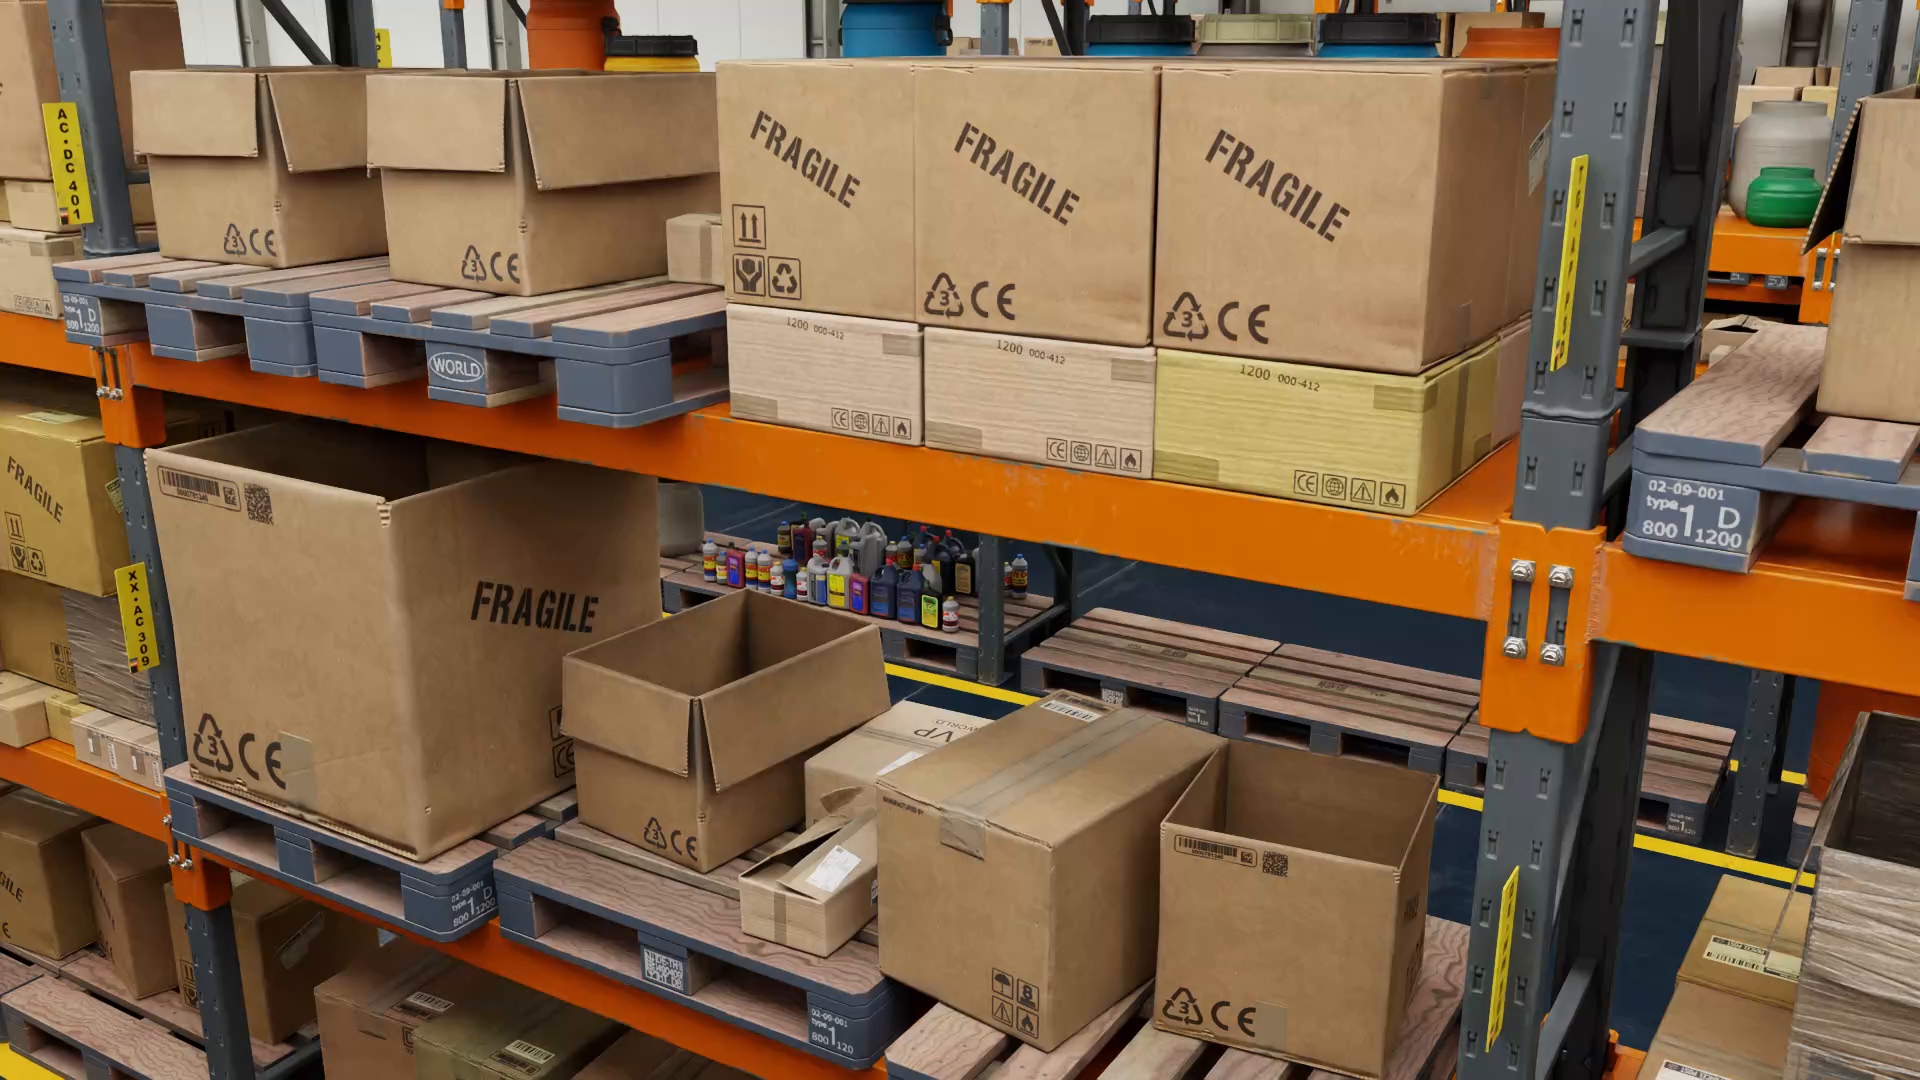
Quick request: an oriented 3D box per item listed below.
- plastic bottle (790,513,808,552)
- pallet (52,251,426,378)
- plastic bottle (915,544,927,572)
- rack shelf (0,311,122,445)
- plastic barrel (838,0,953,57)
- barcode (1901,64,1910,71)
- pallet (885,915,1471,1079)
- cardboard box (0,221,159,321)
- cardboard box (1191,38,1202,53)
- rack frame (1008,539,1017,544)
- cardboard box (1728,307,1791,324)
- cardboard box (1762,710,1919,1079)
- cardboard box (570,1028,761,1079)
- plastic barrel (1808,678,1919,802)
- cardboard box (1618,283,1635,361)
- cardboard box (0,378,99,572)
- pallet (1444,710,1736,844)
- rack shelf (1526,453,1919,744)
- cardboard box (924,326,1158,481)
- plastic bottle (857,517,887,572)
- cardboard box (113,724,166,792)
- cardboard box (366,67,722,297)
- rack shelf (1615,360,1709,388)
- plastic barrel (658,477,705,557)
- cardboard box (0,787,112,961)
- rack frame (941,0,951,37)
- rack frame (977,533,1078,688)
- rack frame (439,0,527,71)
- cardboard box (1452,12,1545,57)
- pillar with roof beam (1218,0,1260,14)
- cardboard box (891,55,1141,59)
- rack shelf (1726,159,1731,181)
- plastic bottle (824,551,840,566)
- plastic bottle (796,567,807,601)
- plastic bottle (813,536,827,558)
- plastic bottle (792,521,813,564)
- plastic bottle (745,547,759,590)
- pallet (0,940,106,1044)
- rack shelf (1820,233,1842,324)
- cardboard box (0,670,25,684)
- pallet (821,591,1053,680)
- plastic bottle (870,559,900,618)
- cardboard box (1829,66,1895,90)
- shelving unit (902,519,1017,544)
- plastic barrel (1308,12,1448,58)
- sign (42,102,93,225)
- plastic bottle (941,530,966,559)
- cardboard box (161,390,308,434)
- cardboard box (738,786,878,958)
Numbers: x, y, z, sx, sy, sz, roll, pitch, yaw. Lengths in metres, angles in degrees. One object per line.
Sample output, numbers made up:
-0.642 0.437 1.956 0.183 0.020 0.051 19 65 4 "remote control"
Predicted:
-1.089 -0.051 11.304 0.133 0.283 0.061 11 20 31 "plastic bottle"
-1.705 -0.714 4.733 1.003 0.211 1.213 10 20 30 "pallet"
-0.241 0.162 10.625 0.097 0.271 0.097 0 17 0 "plastic bottle"
-3.880 -0.884 6.208 4.000 0.370 1.077 10 20 30 "rack shelf"
-0.376 -2.770 9.592 0.708 0.901 0.600 10 20 30 "plastic barrel"
8.981 -4.488 15.802 0.075 0.075 0.001 10 20 30 "barcode"
0.570 1.129 3.833 1.003 0.211 1.213 10 20 30 "pallet"
-2.701 -0.857 5.139 0.500 0.250 0.500 11 20 32 "cardboard box"
1.675 -3.976 14.008 0.637 0.503 0.797 13 21 36 "cardboard box"
0.306 -0.663 11.983 0.023 1.500 0.400 10 20 30 "rack frame"
7.916 -2.133 16.496 0.500 0.250 0.500 11 20 31 "cardboard box"
1.847 0.707 2.995 0.637 0.503 0.797 11 20 32 "cardboard box"
-0.790 1.758 4.978 0.500 0.500 0.700 8 19 25 "cardboard box"
4.251 0.800 7.596 0.708 0.830 0.600 10 20 30 "plastic barrel"
4.982 -1.632 12.422 0.500 0.500 0.500 9 19 27 "cardboard box"
-3.130 -0.234 5.585 0.500 0.500 0.500 10 20 30 "cardboard box"
3.185 1.100 8.398 1.213 0.211 1.003 10 20 30 "pallet"
2.937 0.333 2.202 4.000 0.370 1.077 10 20 30 "rack shelf"
0.269 -0.328 3.396 0.500 0.250 0.500 10 20 30 "cardboard box"
-0.577 0.022 10.947 0.185 0.351 0.144 10 20 30 "plastic bottle"
-2.513 0.671 5.442 0.250 0.149 0.380 10 20 30 "cardboard box"
-1.024 -0.935 4.239 0.637 0.503 0.797 11 20 32 "cardboard box"
4.716 -1.293 12.716 4.000 0.370 1.077 10 20 30 "rack shelf"
-1.964 -0.177 11.361 0.421 0.512 0.421 0 17 0 "plastic barrel"
-3.558 1.275 6.600 0.500 0.500 0.500 8 19 25 "cardboard box"
-0.397 -5.421 14.744 0.127 3.000 1.000 10 20 30 "rack frame"
0.416 -0.716 9.576 0.127 3.000 1.000 10 20 30 "rack frame"
-2.992 -4.195 10.707 0.127 3.000 1.000 10 20 30 "rack frame"
4.014 -3.681 12.421 0.500 0.500 0.500 12 21 35 "cardboard box"
0.989 -5.690 15.629 0.400 9.000 9.100 10 20 30 "pillar with roof beam"
0.104 -0.891 3.960 0.500 0.500 0.500 9 19 28 "cardboard box"
4.716 -2.729 12.280 4.000 0.370 1.077 10 20 30 "rack shelf"
-0.803 0.217 10.424 0.133 0.283 0.061 10 20 30 "plastic bottle"
-0.973 0.271 10.386 0.097 0.201 0.097 0 17 0 "plastic bottle"
-0.928 0.075 11.031 0.097 0.201 0.097 0 17 0 "plastic bottle"
-1.053 0.008 11.112 0.133 0.283 0.061 10 20 30 "plastic bottle"
-1.318 0.176 10.578 0.097 0.271 0.097 0 17 0 "plastic bottle"
-3.810 1.567 6.861 1.213 0.211 1.003 10 20 30 "pallet"
5.529 -0.894 6.240 4.000 0.370 1.077 10 20 30 "rack shelf"
-3.318 0.497 6.016 0.250 0.149 0.380 10 20 30 "cardboard box"
-0.134 0.506 10.352 1.213 0.211 1.003 10 20 30 "pallet"
-0.447 0.286 10.081 0.185 0.351 0.144 9 19 27 "plastic bottle"
8.516 -4.220 15.745 0.500 0.500 0.500 10 20 30 "cardboard box"
-0.006 -0.719 12.167 0.755 1.500 0.431 10 20 30 "shelving unit"
2.078 -2.168 8.335 0.708 0.901 0.600 10 20 30 "plastic barrel"
-2.453 -1.036 4.580 0.005 0.325 0.100 10 20 30 "sign"
-0.054 0.116 10.640 0.185 0.351 0.144 11 20 32 "plastic bottle"
-2.426 -0.289 5.767 0.500 0.500 0.500 10 20 30 "cardboard box"
-0.330 0.796 4.108 0.258 0.266 0.396 9 19 29 "cardboard box"
